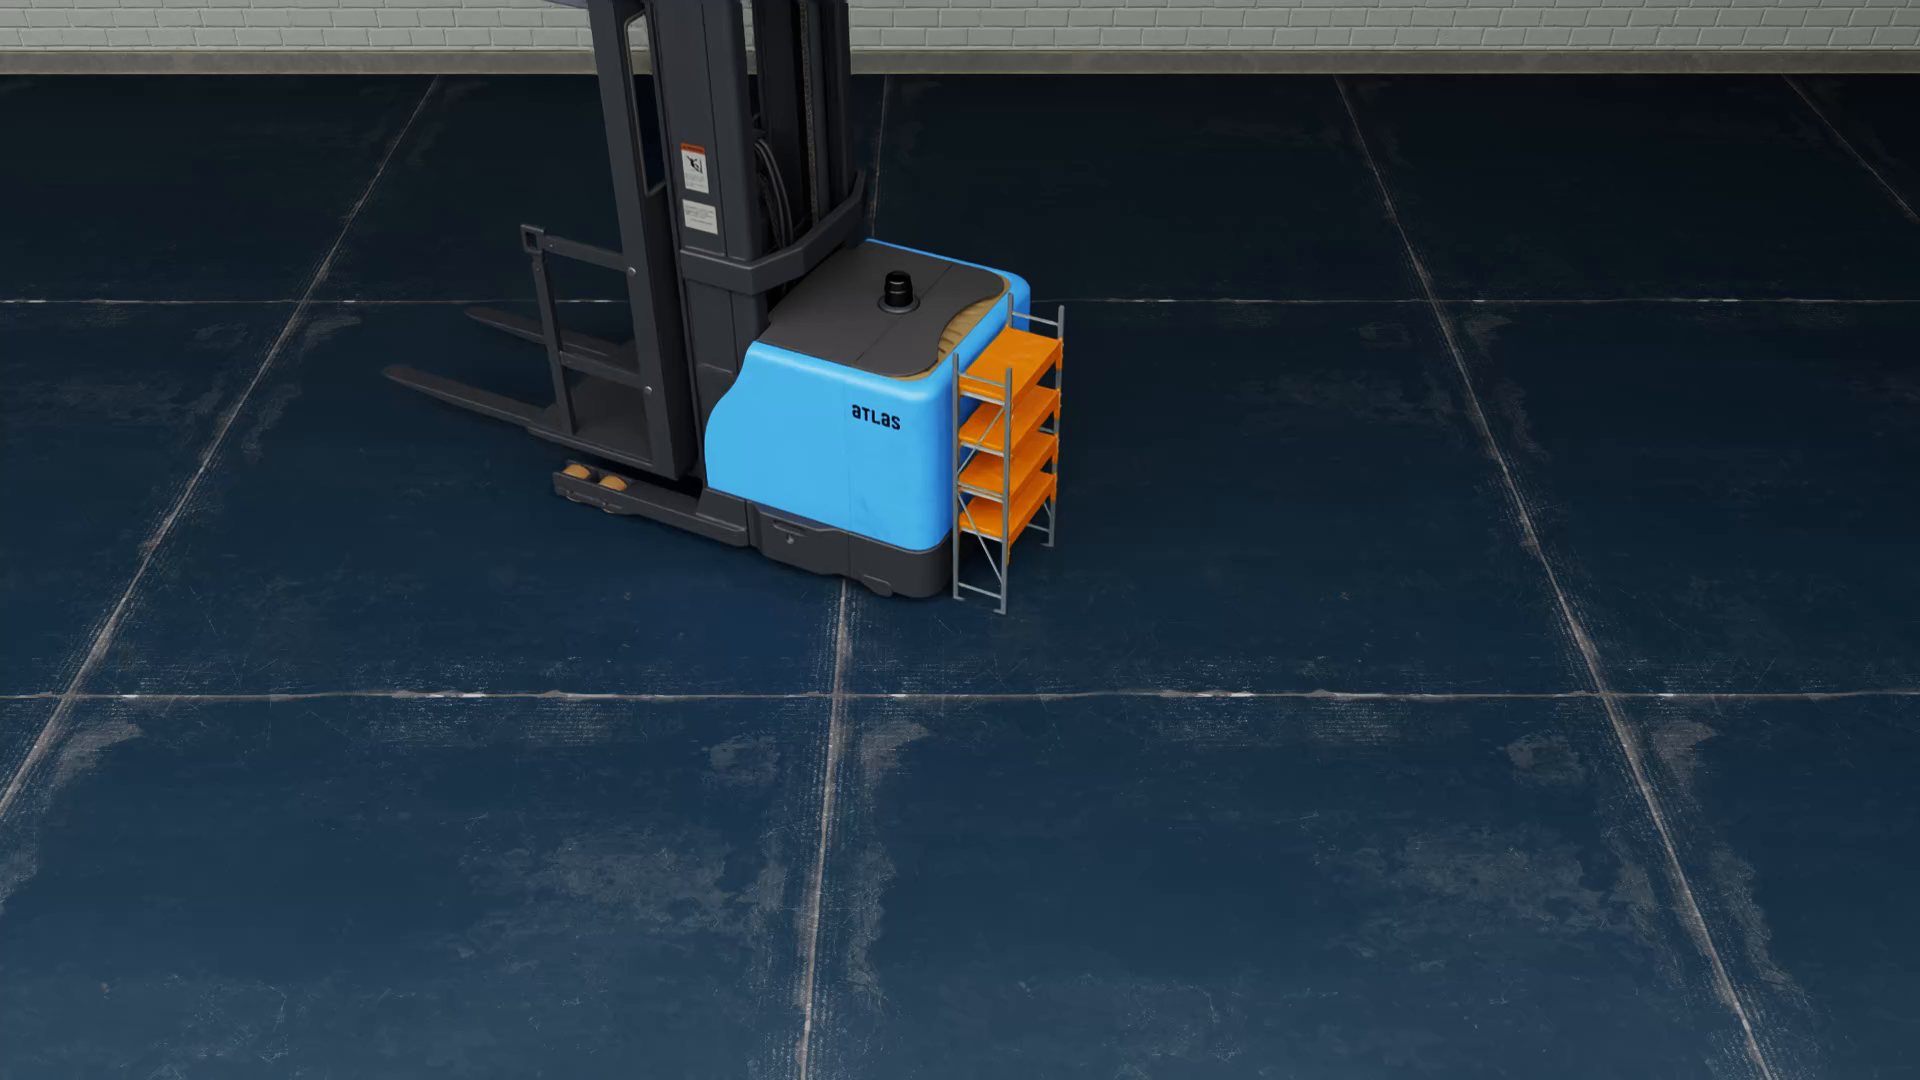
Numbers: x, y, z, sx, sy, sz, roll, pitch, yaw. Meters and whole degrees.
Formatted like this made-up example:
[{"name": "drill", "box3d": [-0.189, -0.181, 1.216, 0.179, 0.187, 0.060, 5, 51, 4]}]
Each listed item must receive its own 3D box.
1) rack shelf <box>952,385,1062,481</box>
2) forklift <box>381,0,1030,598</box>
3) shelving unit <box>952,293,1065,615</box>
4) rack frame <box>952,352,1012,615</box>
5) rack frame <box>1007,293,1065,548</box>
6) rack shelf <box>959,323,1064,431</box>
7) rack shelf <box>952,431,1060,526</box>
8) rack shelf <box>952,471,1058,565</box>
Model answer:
[{"name": "rack shelf", "box3d": [0.190, -0.455, 6.608, 0.258, 0.148, 0.480, 17, 42, 20]}, {"name": "forklift", "box3d": [-1.247, -1.538, 6.826, 3.031, 2.935, 1.130, 17, 42, 20]}, {"name": "shelving unit", "box3d": [0.189, -0.333, 6.706, 0.258, 1.200, 0.503, 17, 42, 20]}, {"name": "rack frame", "box3d": [0.082, -0.196, 6.535, 0.240, 1.200, 0.015, 17, 42, 20]}, {"name": "rack frame", "box3d": [0.297, -0.470, 6.876, 0.240, 1.200, 0.015, 17, 42, 20]}, {"name": "rack shelf", "box3d": [0.190, -0.639, 6.460, 0.258, 0.148, 0.480, 17, 42, 20]}, {"name": "rack shelf", "box3d": [0.189, -0.280, 6.748, 0.258, 0.148, 0.480, 17, 42, 20]}, {"name": "rack shelf", "box3d": [0.189, -0.125, 6.872, 0.258, 0.148, 0.480, 17, 42, 20]}]
